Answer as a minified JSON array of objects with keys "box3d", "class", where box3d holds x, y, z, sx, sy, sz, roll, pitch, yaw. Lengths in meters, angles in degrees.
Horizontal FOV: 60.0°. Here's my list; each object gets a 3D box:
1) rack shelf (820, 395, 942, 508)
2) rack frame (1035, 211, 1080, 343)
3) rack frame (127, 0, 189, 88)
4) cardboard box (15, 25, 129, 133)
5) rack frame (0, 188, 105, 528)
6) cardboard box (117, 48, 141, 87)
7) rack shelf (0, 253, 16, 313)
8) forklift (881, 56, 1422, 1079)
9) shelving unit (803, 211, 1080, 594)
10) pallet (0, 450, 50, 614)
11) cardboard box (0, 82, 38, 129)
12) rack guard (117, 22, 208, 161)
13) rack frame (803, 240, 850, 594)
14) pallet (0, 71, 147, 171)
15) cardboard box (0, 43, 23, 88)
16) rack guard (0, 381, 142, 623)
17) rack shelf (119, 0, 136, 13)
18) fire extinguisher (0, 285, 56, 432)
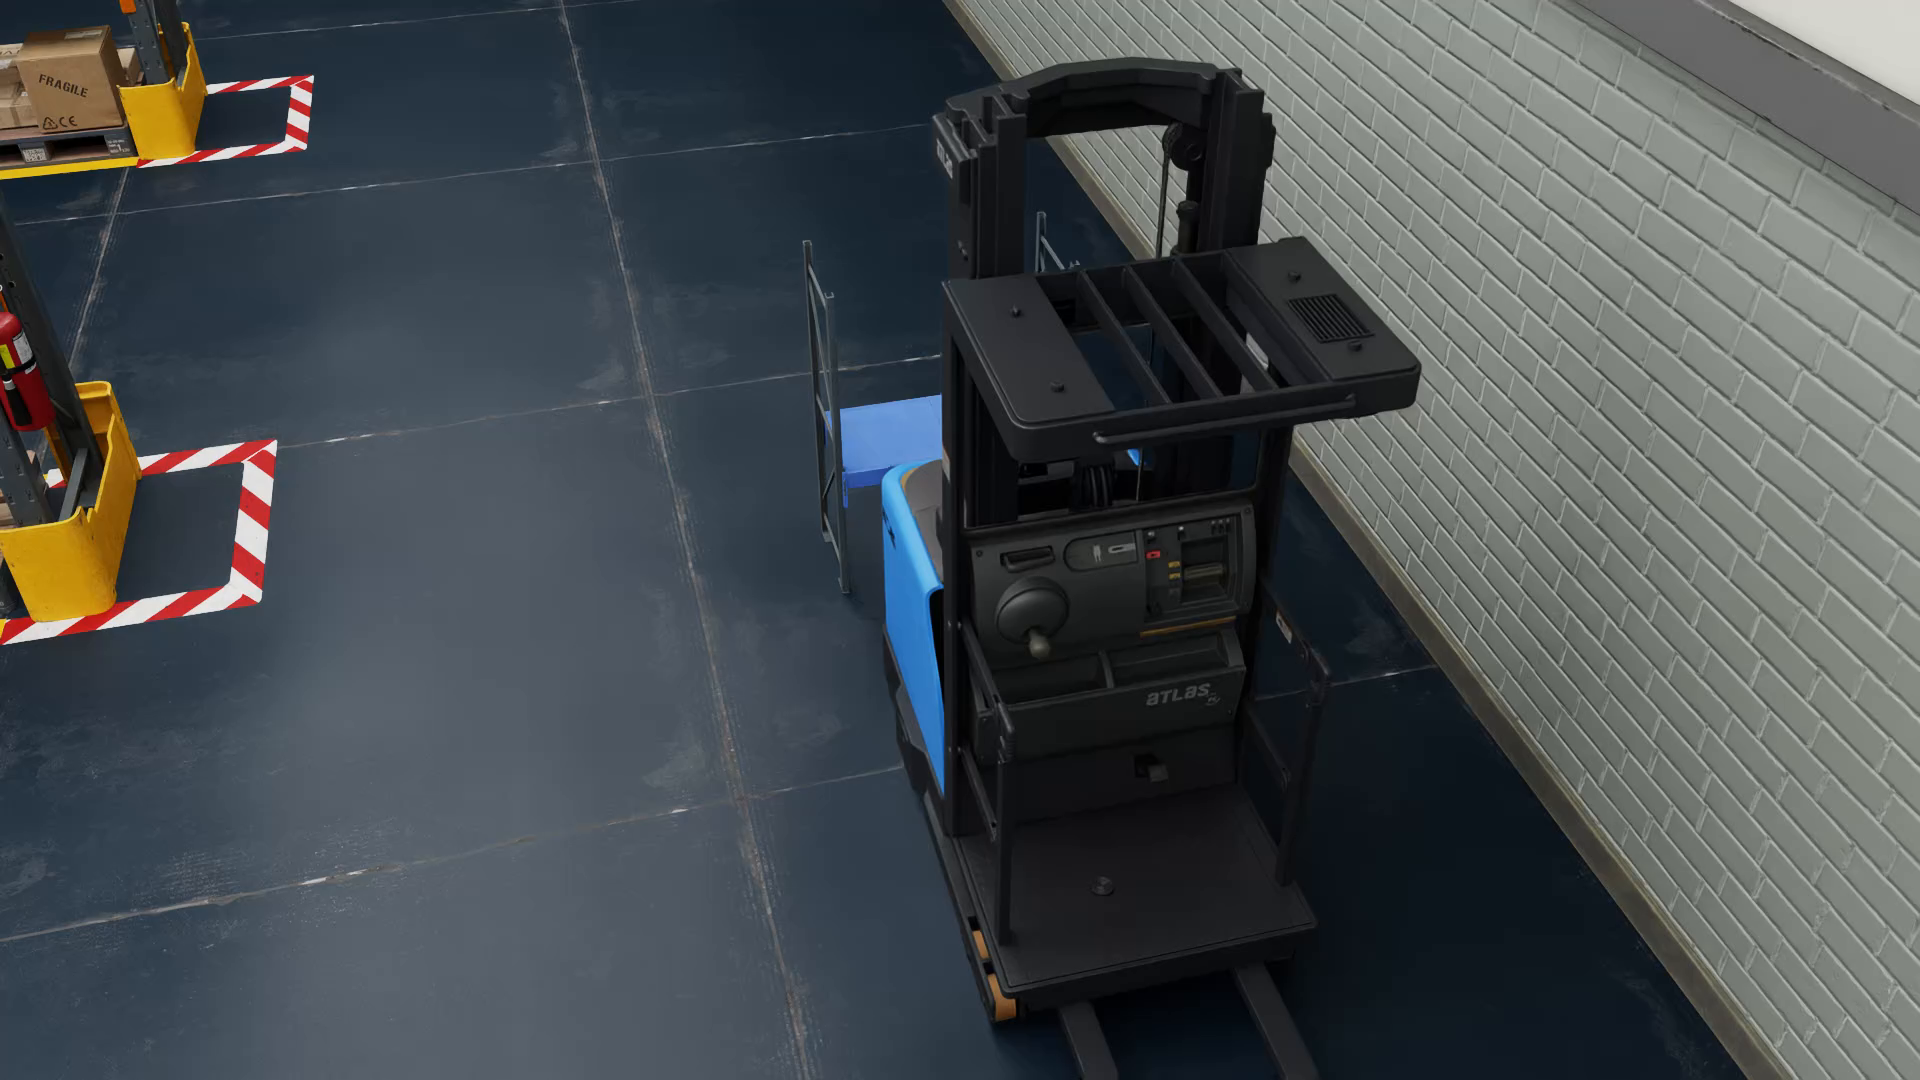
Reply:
[{"box3d":[-0.082,-0.439,7.386,1.000,0.185,0.538,-9,38,-12],"class":"rack shelf"},{"box3d":[0.408,-0.663,7.382,0.032,1.500,0.500,-9,38,-12],"class":"rack frame"},{"box3d":[-5.362,-4.084,10.621,0.127,3.000,1.000,-9,38,-12],"class":"rack frame"},{"box3d":[-5.823,-3.036,10.945,0.500,0.500,0.500,-9,38,-12],"class":"cardboard box"},{"box3d":[-4.074,-1.178,6.822,0.127,3.000,1.000,-9,38,-12],"class":"rack frame"},{"box3d":[-5.856,-3.262,11.530,0.250,0.149,0.380,-9,38,-12],"class":"cardboard box"},{"box3d":[-6.005,-0.576,6.626,4.000,0.370,1.077,-9,38,-12],"class":"rack shelf"},{"box3d":[0.548,0.197,5.080,1.130,2.935,3.031,-9,38,-11],"class":"forklift"},{"box3d":[-0.082,-0.582,7.277,1.048,1.500,0.538,-9,38,-12],"class":"shelving unit"},{"box3d":[-4.880,0.037,7.528,1.213,0.211,1.003,-9,38,-12],"class":"pallet"},{"box3d":[-6.237,-2.892,11.031,0.250,0.166,0.380,-9,38,-12],"class":"cardboard box"},{"box3d":[-5.435,-3.080,11.364,0.348,0.500,1.175,-9,38,-12],"class":"rack guard"},{"box3d":[-0.573,-0.502,7.171,0.032,1.500,0.500,-9,38,-12],"class":"rack frame"},{"box3d":[-6.205,-2.838,11.286,1.213,0.211,1.003,-9,38,-12],"class":"pallet"},{"box3d":[-6.444,-3.168,11.324,0.500,0.250,0.500,-9,38,-12],"class":"cardboard box"},{"box3d":[-4.054,-0.197,7.596,0.348,0.500,1.175,-9,38,-12],"class":"rack guard"},{"box3d":[-7.293,-3.482,10.425,4.000,0.370,1.077,-9,38,-12],"class":"rack shelf"},{"box3d":[-3.810,-0.757,6.641,0.183,0.674,0.296,-9,38,-12],"class":"fire extinguisher"}]
